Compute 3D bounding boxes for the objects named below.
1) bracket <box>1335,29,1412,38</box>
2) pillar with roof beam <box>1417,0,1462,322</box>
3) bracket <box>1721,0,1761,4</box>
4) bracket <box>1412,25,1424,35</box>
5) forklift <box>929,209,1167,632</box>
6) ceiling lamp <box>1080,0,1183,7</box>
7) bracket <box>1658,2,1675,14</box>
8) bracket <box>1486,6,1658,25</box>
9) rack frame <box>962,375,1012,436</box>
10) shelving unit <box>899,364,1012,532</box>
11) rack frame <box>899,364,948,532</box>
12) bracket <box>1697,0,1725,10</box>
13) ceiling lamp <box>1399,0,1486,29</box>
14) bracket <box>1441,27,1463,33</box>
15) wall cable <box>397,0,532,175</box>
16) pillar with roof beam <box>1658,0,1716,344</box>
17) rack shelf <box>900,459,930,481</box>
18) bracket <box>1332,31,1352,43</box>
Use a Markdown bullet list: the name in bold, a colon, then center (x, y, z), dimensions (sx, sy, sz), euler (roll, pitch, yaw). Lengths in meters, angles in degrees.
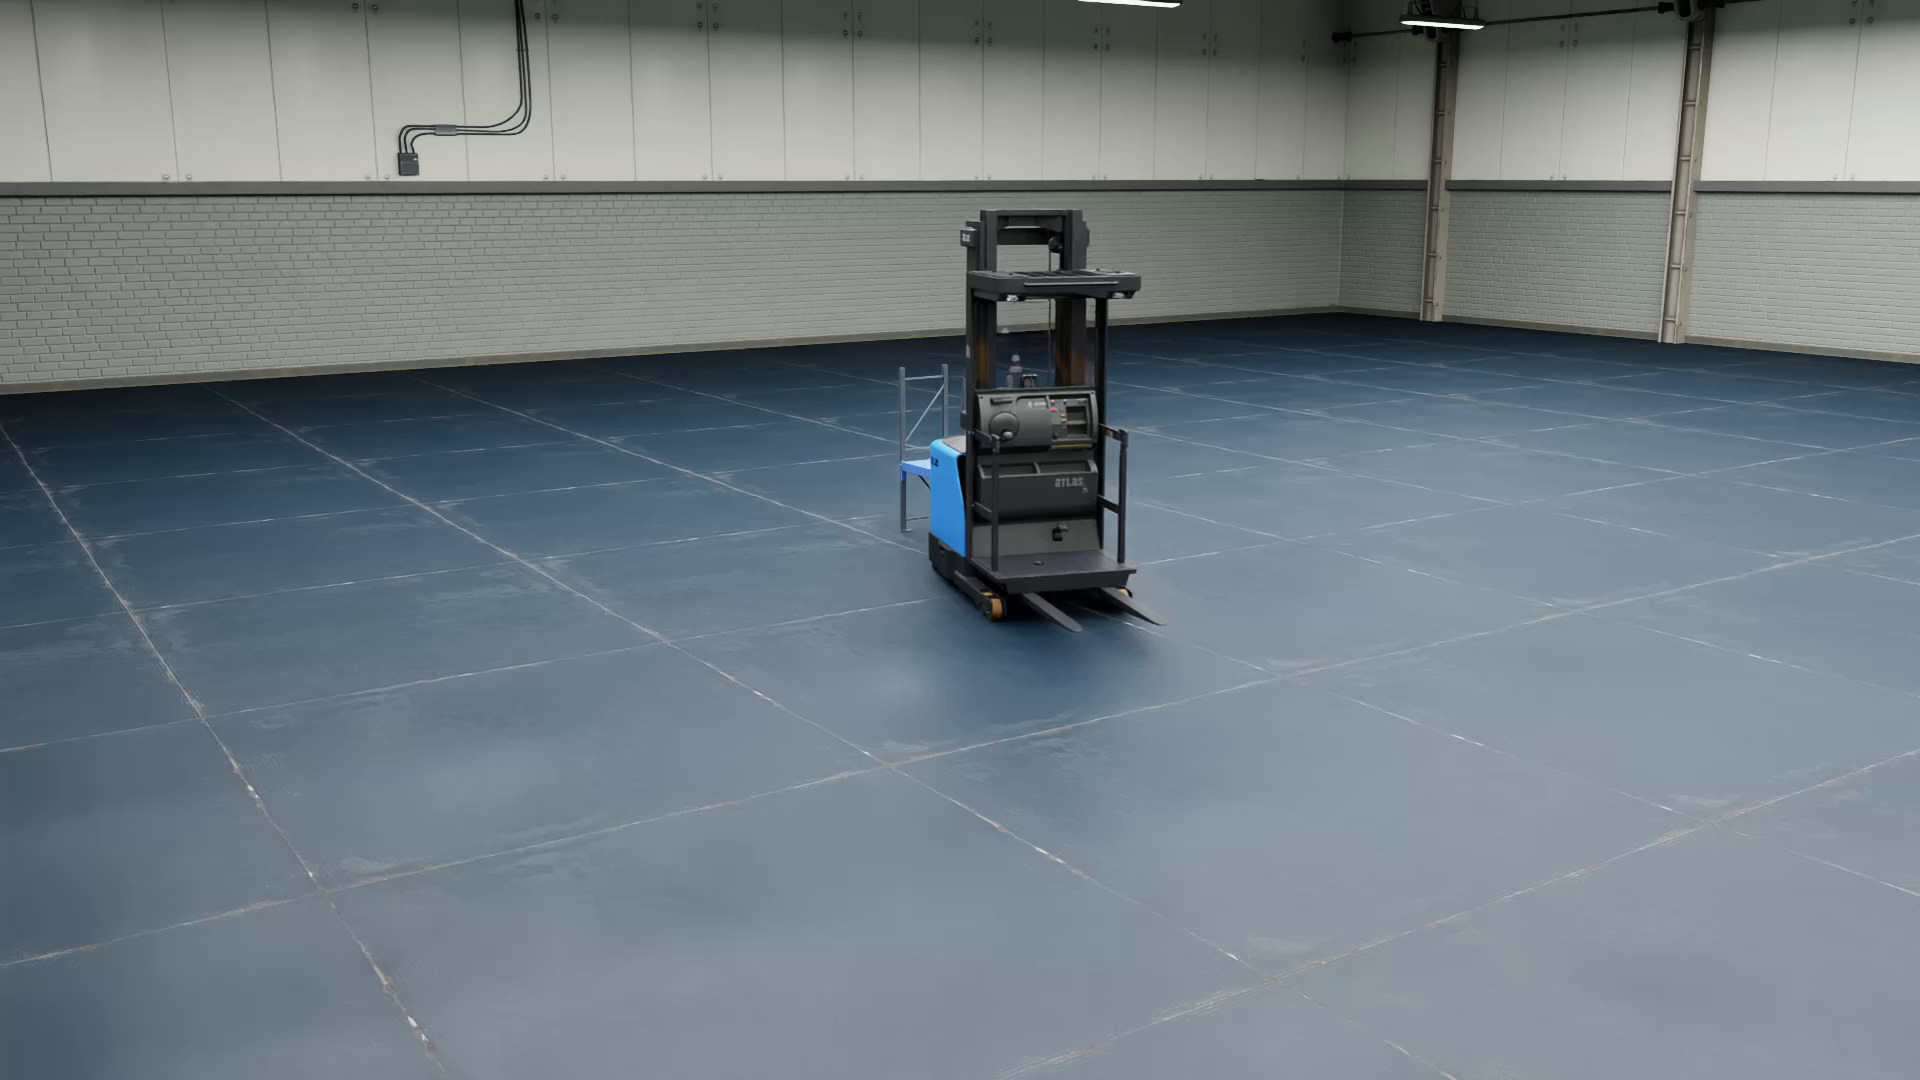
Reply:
- **bracket**: center (9.095, -11.439, 37.681), dimensions (0.076, 0.066, 3.189), euler (-8, 15, -33)
- **pillar with roof beam**: center (7.022, -8.823, 34.143), dimensions (9.100, 9.000, 0.548), euler (-8, 15, -33)
- **bracket**: center (15.292, -9.450, 28.584), dimensions (0.076, 0.066, 4.783), euler (-8, 15, -33)
- **bracket**: center (10.080, -11.123, 36.234), dimensions (0.235, 0.232, 0.430), euler (-8, 15, -33)
- **forklift**: center (0.650, -0.937, 12.286), dimensions (1.130, 2.935, 3.031), euler (-4, 13, -16)
- **ceiling lamp**: center (2.507, -10.041, 26.049), dimensions (2.000, 3.185, 0.800), euler (-8, 15, -33)
- **bracket**: center (13.405, -10.056, 31.354), dimensions (0.235, 0.232, 0.430), euler (-8, 15, -33)
- **bracket**: center (11.968, -10.517, 33.464), dimensions (0.076, 0.066, 4.783), euler (-8, 15, -33)
- **rack frame**: center (0.234, -0.657, 14.357), dimensions (0.500, 1.500, 0.032), euler (-8, 15, -33)
- **shelving unit**: center (-0.047, -0.748, 14.771), dimensions (0.538, 1.500, 1.048), euler (-8, 15, -33)
- **rack frame**: center (-0.329, -0.838, 15.184), dimensions (0.500, 1.500, 0.032), euler (-8, 15, -33)
- **bracket**: center (13.865, -9.908, 30.679), dimensions (0.235, 0.232, 0.430), euler (-8, 15, -33)
- **ceiling lamp**: center (8.617, -10.910, 30.022), dimensions (2.000, 3.185, 0.800), euler (-8, 15, -33)
- **bracket**: center (10.540, -10.975, 35.559), dimensions (0.235, 0.232, 0.430), euler (-8, 15, -33)
- **wall cable**: center (-8.237, -9.067, 27.297), dimensions (2.305, 6.003, 0.169), euler (-8, 15, -33)
- **pillar with roof beam**: center (10.346, -7.756, 29.264), dimensions (9.100, 9.000, 0.548), euler (-8, 15, -33)
- **rack shelf**: center (-0.047, -0.572, 14.809), dimensions (0.538, 0.185, 1.000), euler (-8, 15, -33)
- **bracket**: center (8.767, -11.544, 38.161), dimensions (0.235, 0.232, 0.430), euler (-8, 15, -33)
